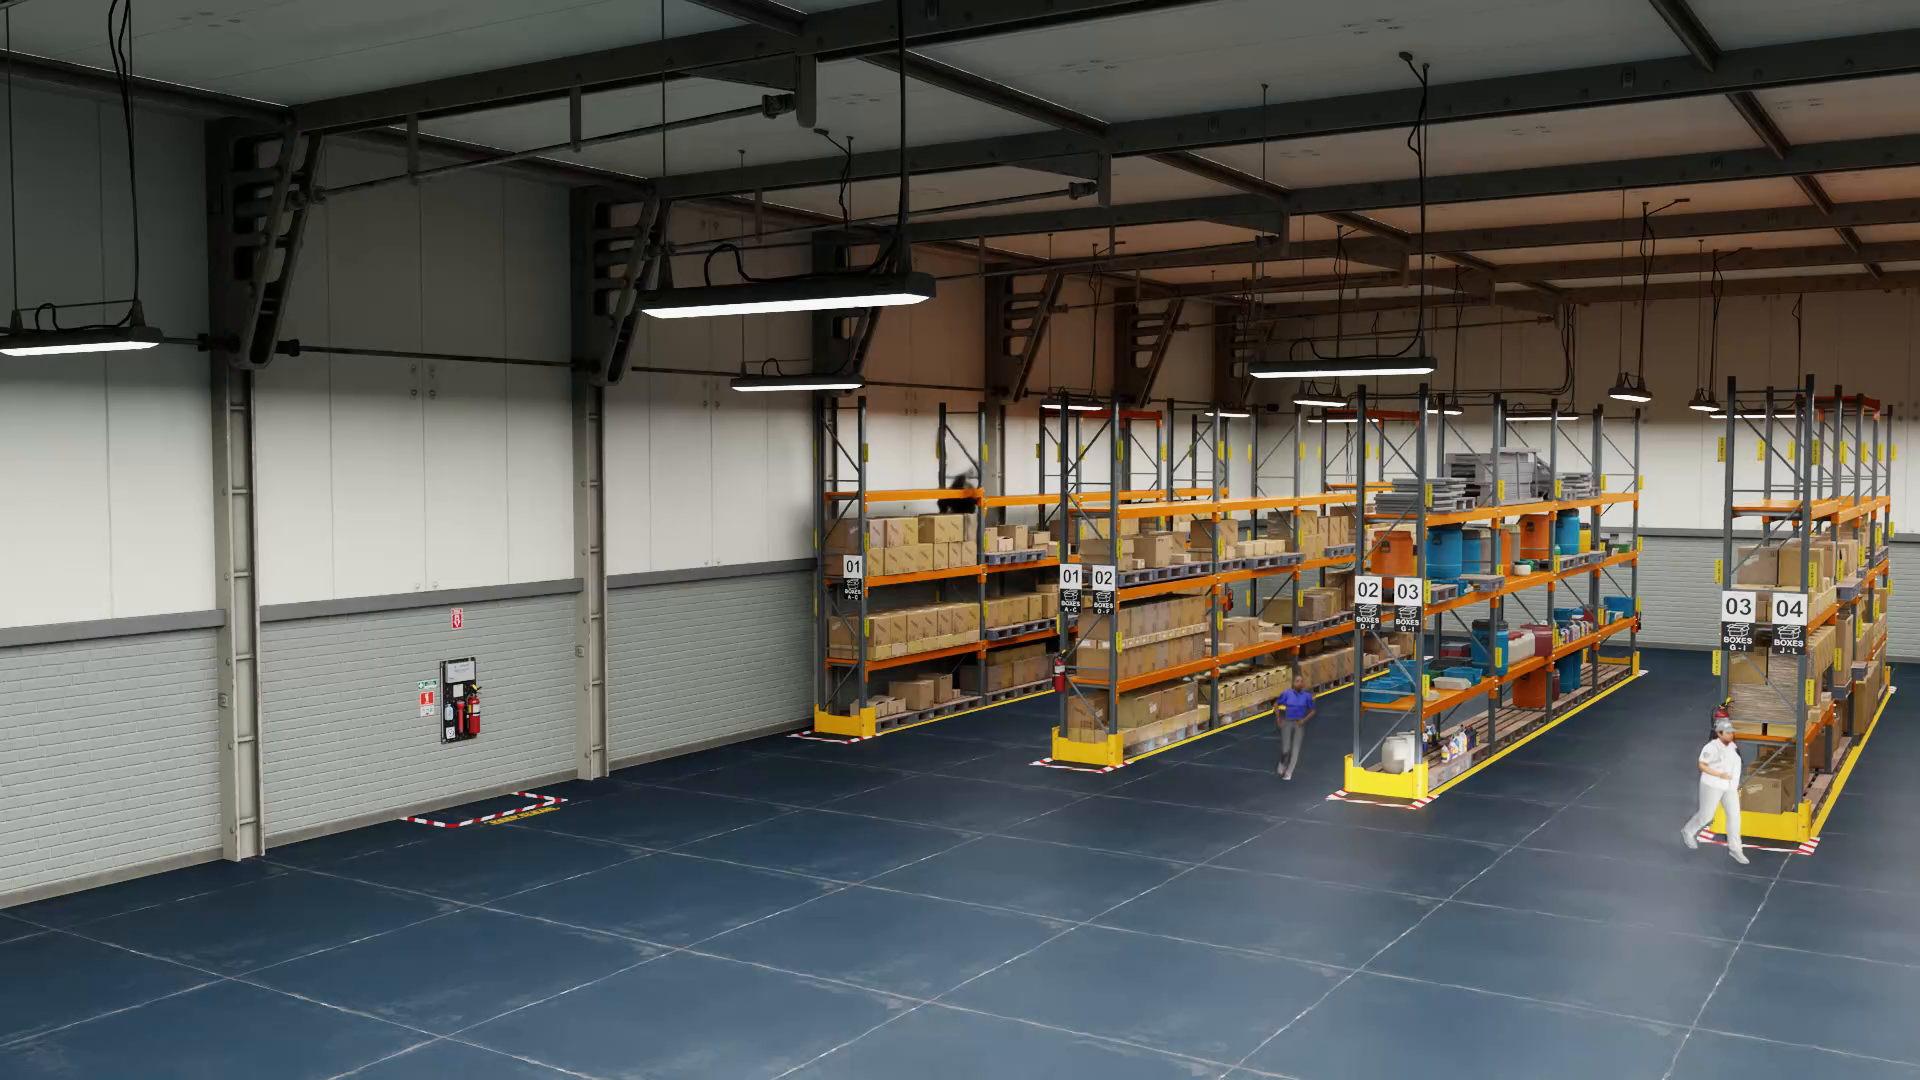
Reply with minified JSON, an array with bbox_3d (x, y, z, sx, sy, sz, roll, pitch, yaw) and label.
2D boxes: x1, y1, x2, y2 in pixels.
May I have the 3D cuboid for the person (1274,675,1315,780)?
[{"bbox_3d":[5.124,2.873,25.437,0.606,1.599,0.491,0,3,6],"label":"person"}]

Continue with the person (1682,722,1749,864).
[{"bbox_3d":[9.414,3.077,20.563,0.644,1.672,0.960,-1,3,-17],"label":"person"}]

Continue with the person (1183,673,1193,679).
[{"bbox_3d":[4.659,2.372,34.120,0.654,1.761,0.693,2,4,33],"label":"person"}]
